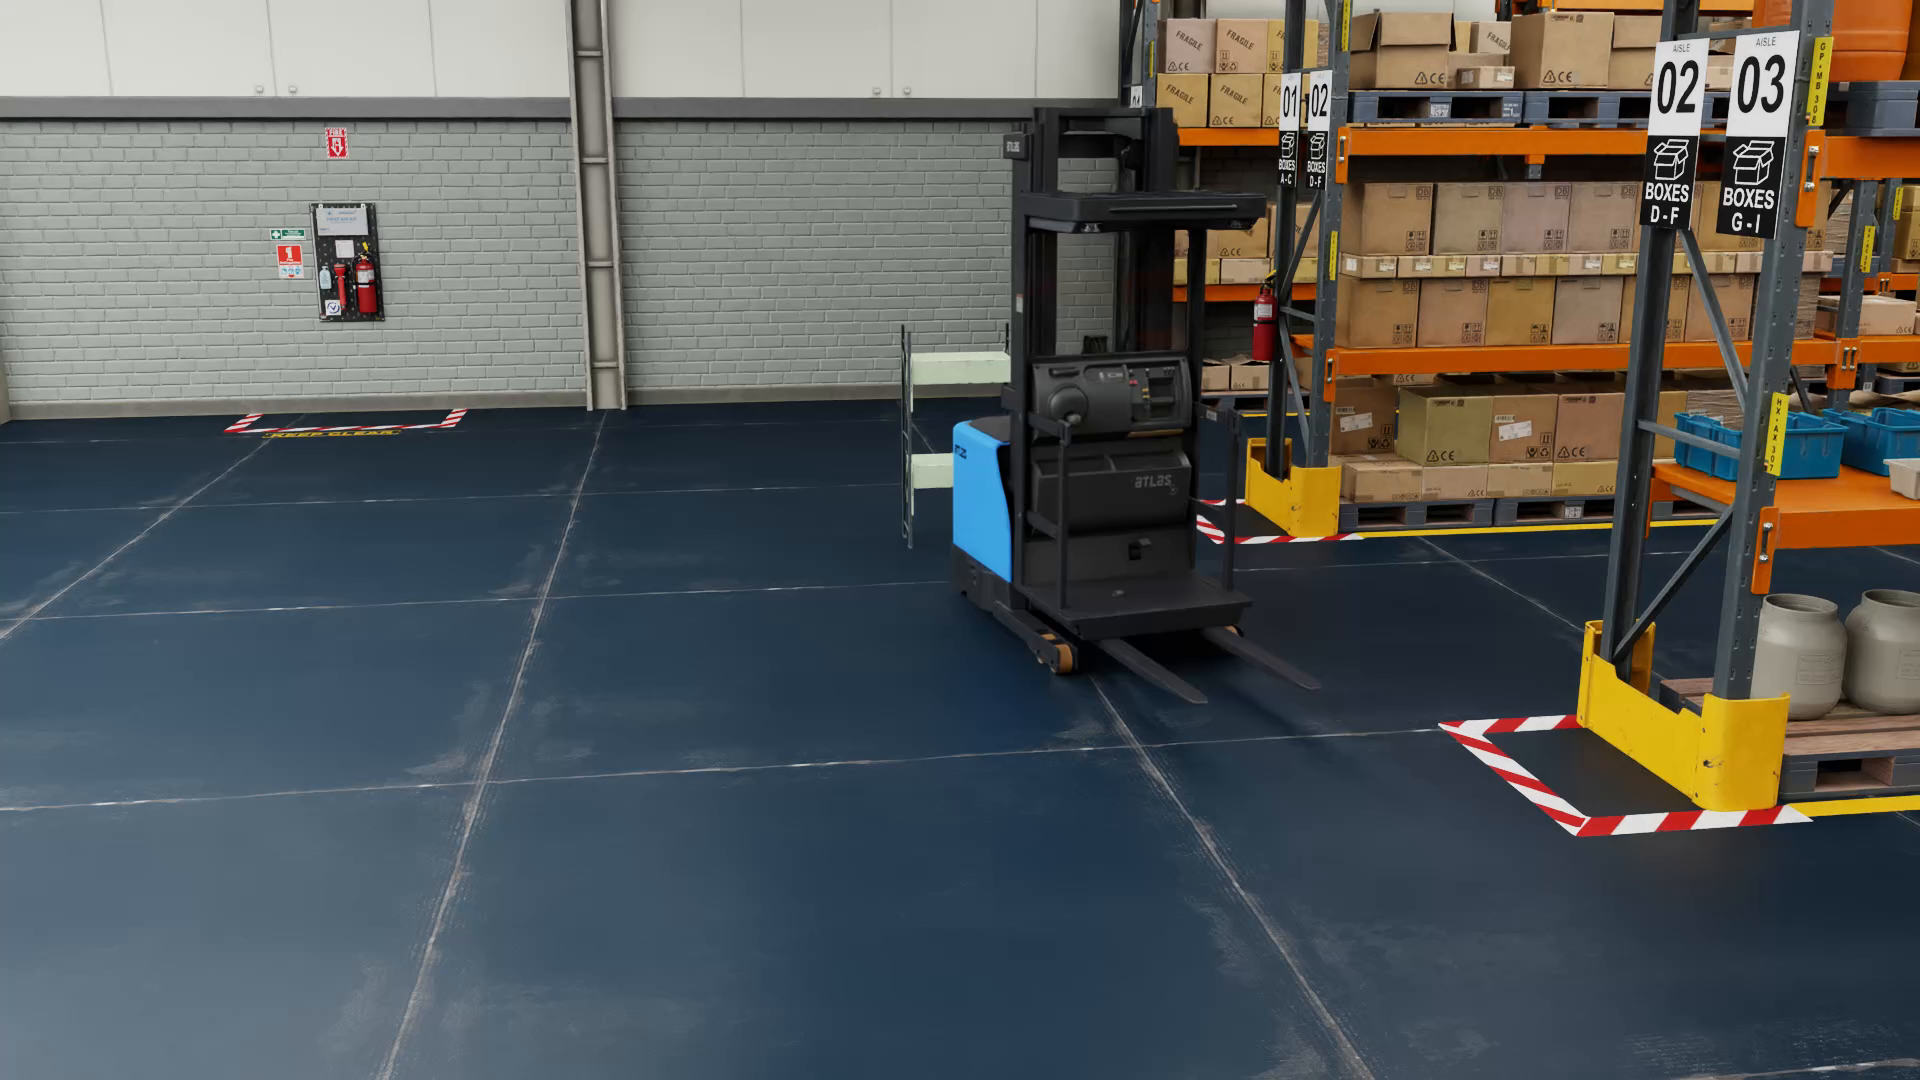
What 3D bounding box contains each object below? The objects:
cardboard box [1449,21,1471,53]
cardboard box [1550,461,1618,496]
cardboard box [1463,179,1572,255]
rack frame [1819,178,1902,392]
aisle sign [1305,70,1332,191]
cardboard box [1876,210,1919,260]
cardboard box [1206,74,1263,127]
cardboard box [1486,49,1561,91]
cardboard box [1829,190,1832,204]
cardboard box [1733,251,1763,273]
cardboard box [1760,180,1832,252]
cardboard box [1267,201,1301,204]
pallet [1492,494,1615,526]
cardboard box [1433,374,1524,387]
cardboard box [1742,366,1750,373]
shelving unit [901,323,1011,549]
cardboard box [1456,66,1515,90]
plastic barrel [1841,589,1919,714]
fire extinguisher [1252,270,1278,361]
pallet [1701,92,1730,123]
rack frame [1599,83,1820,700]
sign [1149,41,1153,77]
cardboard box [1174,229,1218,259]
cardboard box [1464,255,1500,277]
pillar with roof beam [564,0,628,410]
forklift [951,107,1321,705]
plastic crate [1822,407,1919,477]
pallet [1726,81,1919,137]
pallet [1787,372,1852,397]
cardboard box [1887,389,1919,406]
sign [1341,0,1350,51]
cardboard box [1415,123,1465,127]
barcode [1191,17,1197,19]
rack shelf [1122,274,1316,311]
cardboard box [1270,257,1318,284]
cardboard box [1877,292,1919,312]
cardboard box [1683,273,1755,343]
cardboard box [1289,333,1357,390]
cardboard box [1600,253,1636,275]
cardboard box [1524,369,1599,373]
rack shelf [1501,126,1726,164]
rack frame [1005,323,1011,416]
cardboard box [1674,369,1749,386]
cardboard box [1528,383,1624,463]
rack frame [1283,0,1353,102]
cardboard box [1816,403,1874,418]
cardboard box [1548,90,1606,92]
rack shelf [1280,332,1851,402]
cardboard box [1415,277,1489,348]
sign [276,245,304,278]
[{"bbox_3d":[4.687,-4.845,16.407,0.500,0.500,0.500,-1,14,-5],"label":"cardboard box"},{"bbox_3d":[4.519,-0.506,12.364,0.500,0.250,0.500,-2,14,-8],"label":"cardboard box"},{"bbox_3d":[4.005,-2.349,12.049,0.500,0.500,0.700,-2,14,-8],"label":"cardboard box"},{"bbox_3d":[9.641,-3.098,17.908,0.127,3.000,1.000,-2,14,-8],"label":"rack frame"},{"bbox_3d":[2.452,-2.801,11.382,0.004,0.787,0.394,-2,14,-8],"label":"aisle sign"},{"bbox_3d":[10.159,-3.256,17.682,0.500,0.500,0.500,-2,14,-7],"label":"cardboard box"},{"bbox_3d":[2.634,-4.284,16.225,0.500,0.500,0.500,-1,14,-5],"label":"cardboard box"},{"bbox_3d":[4.121,-3.425,12.079,0.500,0.311,0.500,0,14,-2],"label":"cardboard box"},{"bbox_3d":[8.988,-3.640,17.624,0.250,0.149,0.380,-5,15,-18],"label":"cardboard box"},{"bbox_3d":[5.687,-2.045,12.170,0.250,0.149,0.380,-3,14,-10],"label":"cardboard box"},{"bbox_3d":[5.989,-2.422,12.339,0.500,0.500,0.700,-2,14,-8],"label":"cardboard box"},{"bbox_3d":[3.174,-3.213,17.091,0.500,0.500,0.500,-2,14,-10],"label":"cardboard box"},{"bbox_3d":[4.426,-0.345,12.664,1.213,0.211,1.003,-2,14,-8],"label":"pallet"},{"bbox_3d":[3.944,-0.981,12.715,0.500,0.500,0.500,-2,14,-8],"label":"cardboard box"},{"bbox_3d":[8.410,-2.070,18.042,0.500,0.500,0.700,-2,14,-8],"label":"cardboard box"},{"bbox_3d":[-0.007,-0.727,11.538,0.755,1.500,0.431,-2,14,-8],"label":"shelving unit"},{"bbox_3d":[3.661,-3.221,11.600,0.250,0.149,0.380,-2,14,-8],"label":"cardboard box"},{"bbox_3d":[4.341,0.518,7.742,0.421,0.512,0.421,0,14,0],"label":"plastic barrel"},{"bbox_3d":[2.286,-1.687,12.439,0.183,0.674,0.296,-2,14,-8],"label":"fire extinguisher"},{"bbox_3d":[5.588,-3.136,12.077,1.213,0.211,1.003,-2,14,-8],"label":"pallet"},{"bbox_3d":[3.206,-0.425,7.250,0.127,3.000,1.000,-2,14,-8],"label":"rack frame"},{"bbox_3d":[1.811,-4.556,15.761,0.005,0.325,0.100,-2,14,-8],"label":"sign"},{"bbox_3d":[2.247,-3.054,16.457,0.500,0.500,0.500,-2,14,-8],"label":"cardboard box"},{"bbox_3d":[3.649,-1.970,11.870,0.250,0.149,0.380,-2,14,-9],"label":"cardboard box"},{"bbox_3d":[-2.998,-4.698,11.957,0.400,9.000,9.100,-2,14,-8],"label":"pillar with roof beam"},{"bbox_3d":[0.914,-0.815,8.947,1.130,2.935,3.031,-5,15,-19],"label":"forklift"},{"bbox_3d":[4.299,-0.465,7.716,0.408,0.251,0.499,-2,14,-8],"label":"plastic crate"},{"bbox_3d":[4.039,-1.795,6.934,1.213,0.211,1.003,-2,14,-8],"label":"pallet"},{"bbox_3d":[8.868,-1.717,18.136,1.213,0.211,1.003,-2,14,-8],"label":"pallet"},{"bbox_3d":[7.792,-1.025,13.279,0.500,0.311,0.500,-2,14,-8],"label":"cardboard box"},{"bbox_3d":[2.549,-3.400,10.987,0.005,0.325,0.100,-2,14,-8],"label":"sign"},{"bbox_3d":[4.721,-4.373,16.580,0.500,0.500,0.500,-3,14,-13],"label":"cardboard box"},{"bbox_3d":[2.358,-5.233,16.763,0.075,0.075,0.001,-2,14,-8],"label":"barcode"},{"bbox_3d":[3.708,-2.532,17.129,4.000,0.370,1.077,-2,14,-8],"label":"rack shelf"},{"bbox_3d":[3.276,-2.726,16.691,0.500,0.250,0.500,-2,14,-9],"label":"cardboard box"},{"bbox_3d":[7.269,-1.772,12.899,0.258,0.266,0.396,-2,14,-10],"label":"cardboard box"},{"bbox_3d":[5.469,-1.772,12.415,0.500,0.500,0.700,-2,14,-9],"label":"cardboard box"},{"bbox_3d":[3.724,-1.848,17.157,0.500,0.500,0.700,-3,14,-12],"label":"cardboard box"},{"bbox_3d":[4.672,-2.007,12.020,0.250,0.149,0.380,-2,14,-6],"label":"cardboard box"},{"bbox_3d":[6.411,-1.985,17.703,0.500,0.500,0.700,-2,14,-6],"label":"cardboard box"},{"bbox_3d":[7.663,-4.131,17.342,4.000,0.370,1.077,-2,14,-8],"label":"rack shelf"},{"bbox_3d":[0.355,-0.740,11.591,0.023,1.500,0.400,-2,14,-8],"label":"rack frame"},{"bbox_3d":[5.922,-1.054,13.005,0.500,0.500,0.500,-2,14,-8],"label":"cardboard box"},{"bbox_3d":[4.519,-0.870,12.272,0.500,0.500,0.500,-2,14,-8],"label":"cardboard box"},{"bbox_3d":[2.472,-4.526,11.272,0.127,3.000,1.000,-2,14,-8],"label":"rack frame"},{"bbox_3d":[6.873,-0.859,12.615,0.500,0.311,0.500,-2,14,-8],"label":"cardboard box"},{"bbox_3d":[6.238,-4.661,16.904,0.500,0.500,0.500,0,14,0],"label":"cardboard box"},{"bbox_3d":[4.450,-1.340,12.378,4.000,0.370,1.077,-2,14,-8],"label":"rack shelf"},{"bbox_3d":[3.454,-1.699,12.125,0.500,0.500,0.700,-2,14,-7],"label":"cardboard box"},{"bbox_3d":[-6.651,-2.766,16.510,0.234,0.329,0.001,-2,14,-8],"label":"sign"}]
